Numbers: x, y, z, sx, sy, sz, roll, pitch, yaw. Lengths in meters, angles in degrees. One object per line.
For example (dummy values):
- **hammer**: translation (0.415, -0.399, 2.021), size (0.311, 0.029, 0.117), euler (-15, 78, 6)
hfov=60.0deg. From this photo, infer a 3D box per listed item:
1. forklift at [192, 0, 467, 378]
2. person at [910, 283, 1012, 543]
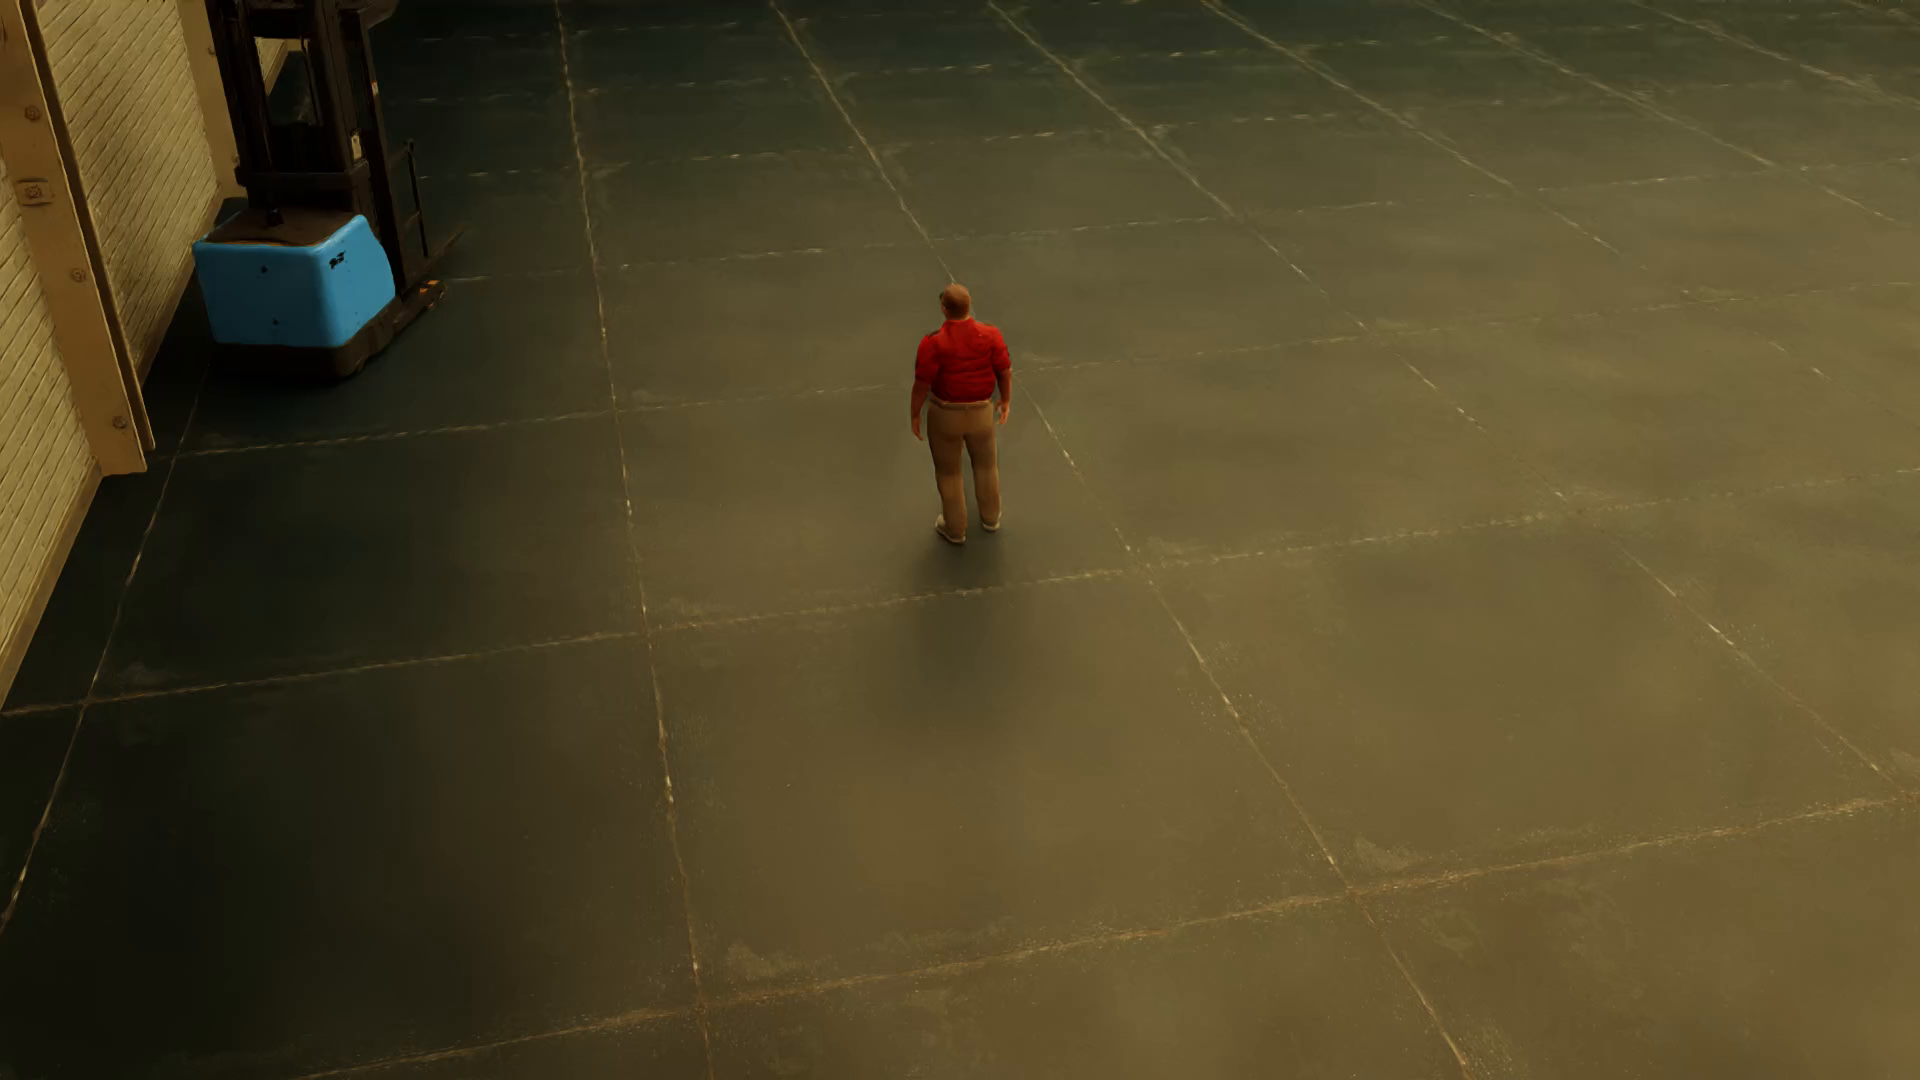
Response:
- **forklift**: translation (-4.944, -3.199, 13.101), size (1.130, 2.935, 3.031), euler (3, 30, 6)
- **person**: translation (-0.009, -0.800, 10.141), size (0.640, 1.727, 0.550), euler (-7, 31, -12)
